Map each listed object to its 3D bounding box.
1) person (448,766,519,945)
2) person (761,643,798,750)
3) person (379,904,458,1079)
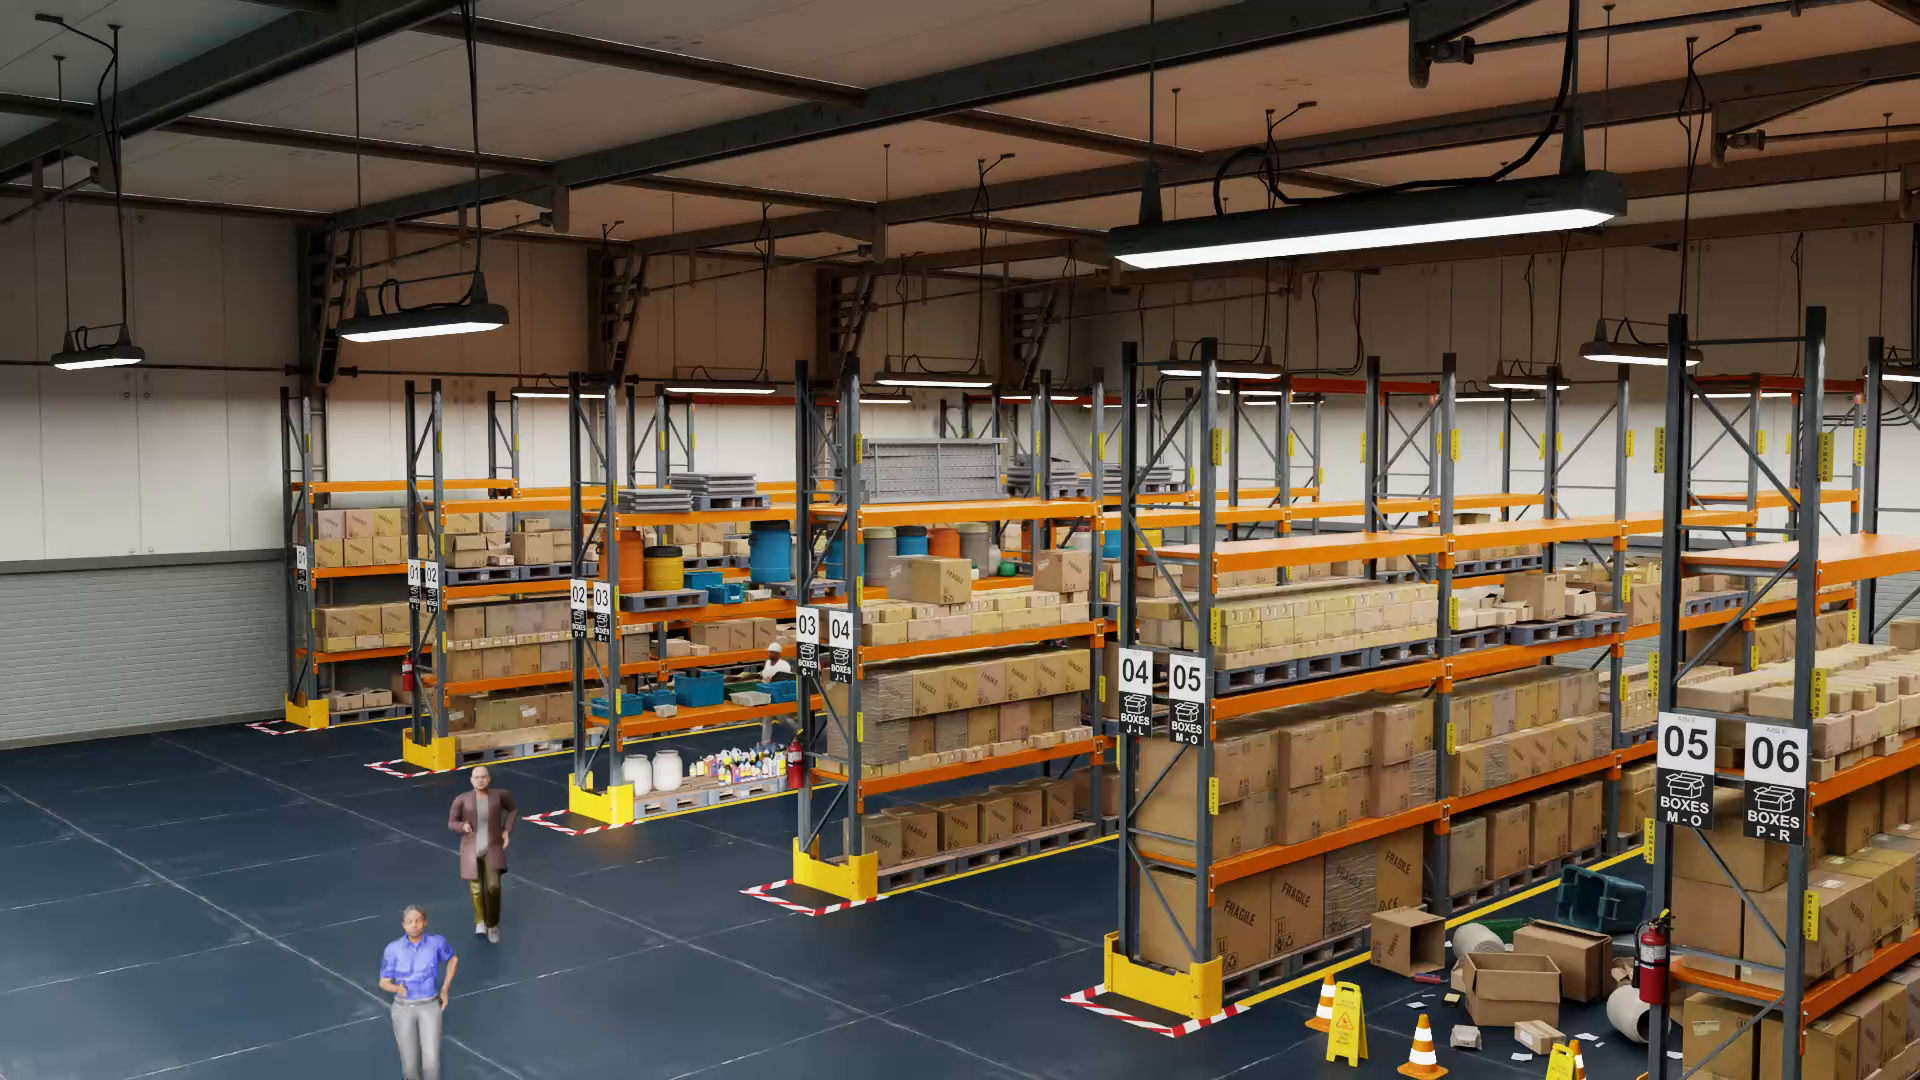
[{"bbox_3d":[-4.844,3.242,16.901,0.688,1.743,0.754,-1,4,-13],"label":"person"},{"bbox_3d":[-2.958,2.534,26.906,0.701,1.750,0.981,3,5,39],"label":"person"},{"bbox_3d":[-4.026,3.557,12.372,0.558,1.685,0.667,-1,4,-15],"label":"person"}]
